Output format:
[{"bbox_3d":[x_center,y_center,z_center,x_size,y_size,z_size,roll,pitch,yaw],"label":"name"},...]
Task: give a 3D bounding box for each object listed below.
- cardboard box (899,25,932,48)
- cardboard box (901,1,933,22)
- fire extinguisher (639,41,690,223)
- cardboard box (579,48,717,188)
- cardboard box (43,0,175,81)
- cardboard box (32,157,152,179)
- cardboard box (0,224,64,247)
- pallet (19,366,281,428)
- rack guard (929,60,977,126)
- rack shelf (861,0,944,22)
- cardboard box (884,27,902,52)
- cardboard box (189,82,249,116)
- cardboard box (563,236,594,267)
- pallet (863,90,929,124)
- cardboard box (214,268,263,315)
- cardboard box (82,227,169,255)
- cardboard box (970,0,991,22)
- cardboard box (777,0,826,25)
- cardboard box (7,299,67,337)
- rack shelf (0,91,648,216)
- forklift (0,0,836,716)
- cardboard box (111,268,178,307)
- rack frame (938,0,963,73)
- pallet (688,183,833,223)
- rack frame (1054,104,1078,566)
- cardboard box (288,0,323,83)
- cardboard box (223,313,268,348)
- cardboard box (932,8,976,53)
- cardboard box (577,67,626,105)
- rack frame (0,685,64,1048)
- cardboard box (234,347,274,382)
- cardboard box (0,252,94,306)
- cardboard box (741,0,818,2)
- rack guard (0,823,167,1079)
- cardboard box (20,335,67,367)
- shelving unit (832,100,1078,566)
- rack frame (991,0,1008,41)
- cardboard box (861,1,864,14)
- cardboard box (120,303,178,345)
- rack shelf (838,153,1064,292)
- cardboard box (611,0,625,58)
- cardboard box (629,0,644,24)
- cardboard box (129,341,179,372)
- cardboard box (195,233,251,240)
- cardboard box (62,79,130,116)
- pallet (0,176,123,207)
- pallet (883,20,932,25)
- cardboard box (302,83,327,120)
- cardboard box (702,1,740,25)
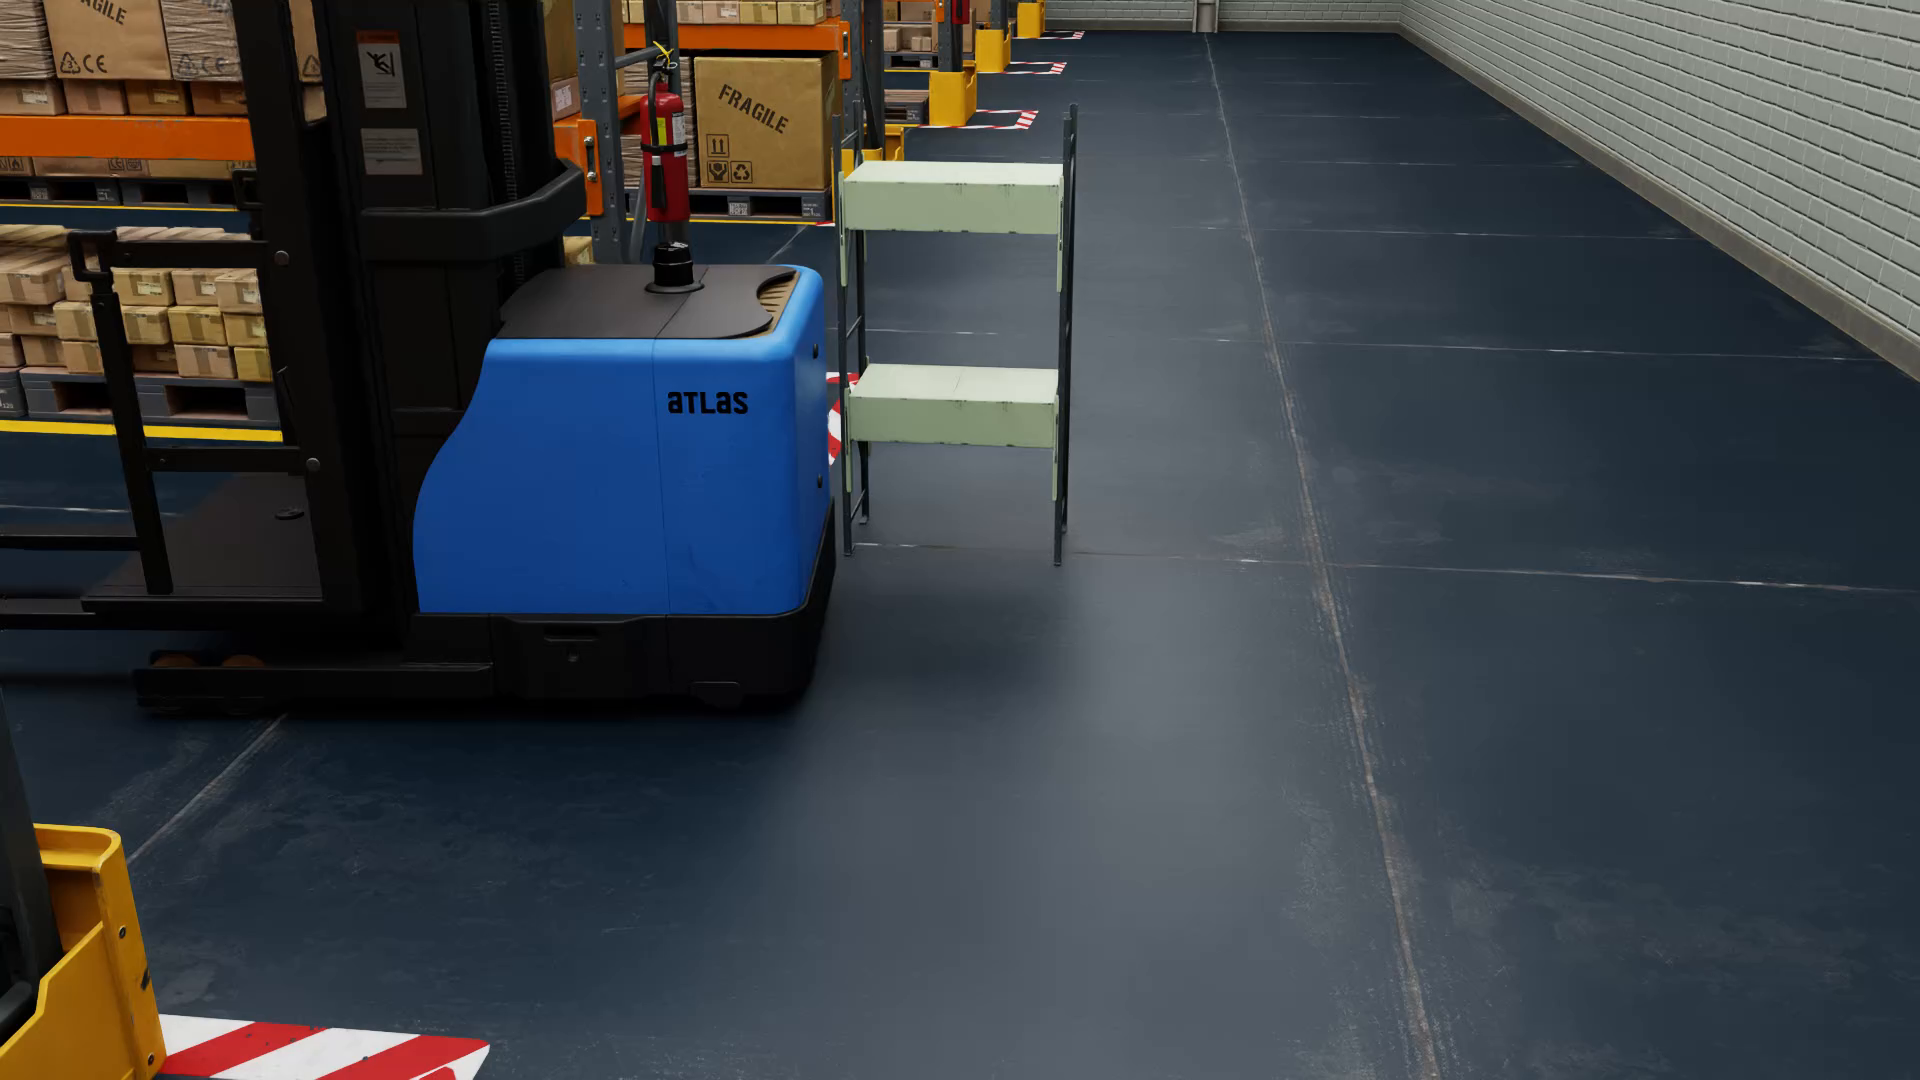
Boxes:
[{"bbox_3d":[-0.505,-6.479,21.390,0.500,0.250,0.500,2,22,6],"label":"cardboard box"},{"bbox_3d":[-0.626,-8.283,25.640,0.500,0.500,0.700,2,22,5],"label":"cardboard box"},{"bbox_3d":[-1.160,-1.592,6.500,0.183,0.674,0.296,2,22,6],"label":"fire extinguisher"},{"bbox_3d":[-2.221,-3.033,11.850,0.875,0.875,0.875,2,22,6],"label":"cardboard box"},{"bbox_3d":[-3.342,-2.160,6.782,0.500,0.500,0.500,4,22,9],"label":"cardboard box"},{"bbox_3d":[-6.169,-3.227,12.341,0.875,0.875,1.225,2,22,4],"label":"cardboard box"},{"bbox_3d":[-4.438,-1.375,7.836,0.250,0.149,0.380,2,22,6],"label":"cardboard box"},{"bbox_3d":[-3.442,-0.790,7.650,1.213,0.211,1.003,2,22,6],"label":"pallet"},{"bbox_3d":[-0.064,-4.437,16.484,0.348,0.500,1.175,2,22,6],"label":"rack guard"},{"bbox_3d":[-2.075,-5.348,16.366,4.000,0.370,1.077,2,22,6],"label":"rack shelf"},{"bbox_3d":[-1.011,-6.316,20.977,0.500,0.250,0.500,2,22,6],"label":"cardboard box"},{"bbox_3d":[-2.982,-1.863,6.915,0.250,0.149,0.380,2,22,4],"label":"cardboard box"},{"bbox_3d":[-1.836,-1.274,7.580,0.250,0.149,0.380,2,22,4],"label":"cardboard box"},{"bbox_3d":[-0.903,-4.349,16.654,1.213,0.211,1.003,2,22,6],"label":"pallet"},{"bbox_3d":[-2.949,-1.080,7.089,0.250,0.149,0.380,3,22,8],"label":"cardboard box"},{"bbox_3d":[-3.909,-1.358,7.791,0.250,0.149,0.380,1,22,4],"label":"cardboard box"},{"bbox_3d":[0.370,-8.240,25.531,0.500,0.500,0.700,2,22,6],"label":"cardboard box"},{"bbox_3d":[-1.064,-3.566,11.222,0.250,0.149,0.380,3,22,7],"label":"cardboard box"},{"bbox_3d":[-3.960,-1.021,7.344,0.250,0.149,0.380,4,22,9],"label":"cardboard box"},{"bbox_3d":[-3.342,-1.733,7.223,4.000,0.370,1.077,2,22,6],"label":"rack shelf"},{"bbox_3d":[-1.933,-1.063,4.641,3.031,2.935,1.130,0,22,1],"label":"forklift"},{"bbox_3d":[-3.462,-1.133,7.223,0.250,0.149,0.380,3,22,7],"label":"cardboard box"},{"bbox_3d":[-0.089,-5.596,16.015,0.127,3.000,1.000,2,22,6],"label":"rack frame"},{"bbox_3d":[-1.475,-2.497,11.969,1.213,0.211,1.003,2,22,6],"label":"pallet"},{"bbox_3d":[0.357,-0.682,5.625,0.023,1.500,0.400,2,22,6],"label":"rack frame"},{"bbox_3d":[-2.343,-2.116,6.671,0.500,0.500,0.500,2,22,5],"label":"cardboard box"},{"bbox_3d":[-2.946,-0.947,7.158,0.250,0.149,0.380,3,22,7],"label":"cardboard box"},{"bbox_3d":[-0.071,-6.380,20.800,0.500,0.500,0.500,2,22,6],"label":"cardboard box"},{"bbox_3d":[-1.639,-1.998,7.256,0.250,0.149,0.380,2,22,6],"label":"cardboard box"},{"bbox_3d":[-1.838,-0.170,2.289,0.127,3.000,1.000,2,22,6],"label":"rack frame"},{"bbox_3d":[-2.930,-0.808,7.211,0.250,0.149,0.380,2,22,4],"label":"cardboard box"},{"bbox_3d":[-3.982,-1.140,7.240,0.250,0.149,0.380,3,22,7],"label":"cardboard box"},{"bbox_3d":[-1.184,-3.780,11.222,0.500,0.250,0.500,2,22,5],"label":"cardboard box"},{"bbox_3d":[-1.814,0.994,2.746,0.348,0.500,1.175,2,22,6],"label":"rack guard"},{"bbox_3d":[-3.958,-0.896,7.432,0.250,0.149,0.380,2,22,4],"label":"cardboard box"},{"bbox_3d":[-0.007,-0.698,5.665,0.755,1.500,0.431,2,22,6],"label":"shelving unit"},{"bbox_3d":[0.498,-7.404,20.589,0.127,3.000,1.000,2,22,6],"label":"rack frame"},{"bbox_3d":[-1.666,-8.326,25.750,0.500,0.500,0.700,2,22,6],"label":"cardboard box"},{"bbox_3d":[-3.475,-0.967,7.208,0.250,0.149,0.380,3,22,7],"label":"cardboard box"},{"bbox_3d":[-0.007,-1.061,5.521,0.720,0.370,0.431,2,22,6],"label":"rack shelf"},{"bbox_3d":[-1.769,-2.286,7.103,0.500,0.500,0.500,4,22,9],"label":"cardboard box"},{"bbox_3d":[-2.079,-3.610,11.332,0.250,0.149,0.380,2,22,5],"label":"cardboard box"},{"bbox_3d":[-3.441,-0.866,7.357,0.250,0.149,0.380,3,22,8],"label":"cardboard box"},{"bbox_3d":[-3.406,-1.300,7.645,0.250,0.149,0.380,3,22,6],"label":"cardboard box"},{"bbox_3d":[-3.500,-1.872,6.936,0.250,0.149,0.380,3,22,8],"label":"cardboard box"},{"bbox_3d":[-6.634,-2.722,12.537,1.213,0.211,1.003,2,22,6],"label":"pallet"},{"bbox_3d":[-0.934,-7.976,25.828,1.213,0.211,1.003,2,22,6],"label":"pallet"},{"bbox_3d":[-2.462,-1.808,6.774,0.250,0.149,0.380,3,22,8],"label":"cardboard box"},{"bbox_3d":[-1.573,-3.588,11.277,0.250,0.149,0.380,3,22,6],"label":"cardboard box"}]
